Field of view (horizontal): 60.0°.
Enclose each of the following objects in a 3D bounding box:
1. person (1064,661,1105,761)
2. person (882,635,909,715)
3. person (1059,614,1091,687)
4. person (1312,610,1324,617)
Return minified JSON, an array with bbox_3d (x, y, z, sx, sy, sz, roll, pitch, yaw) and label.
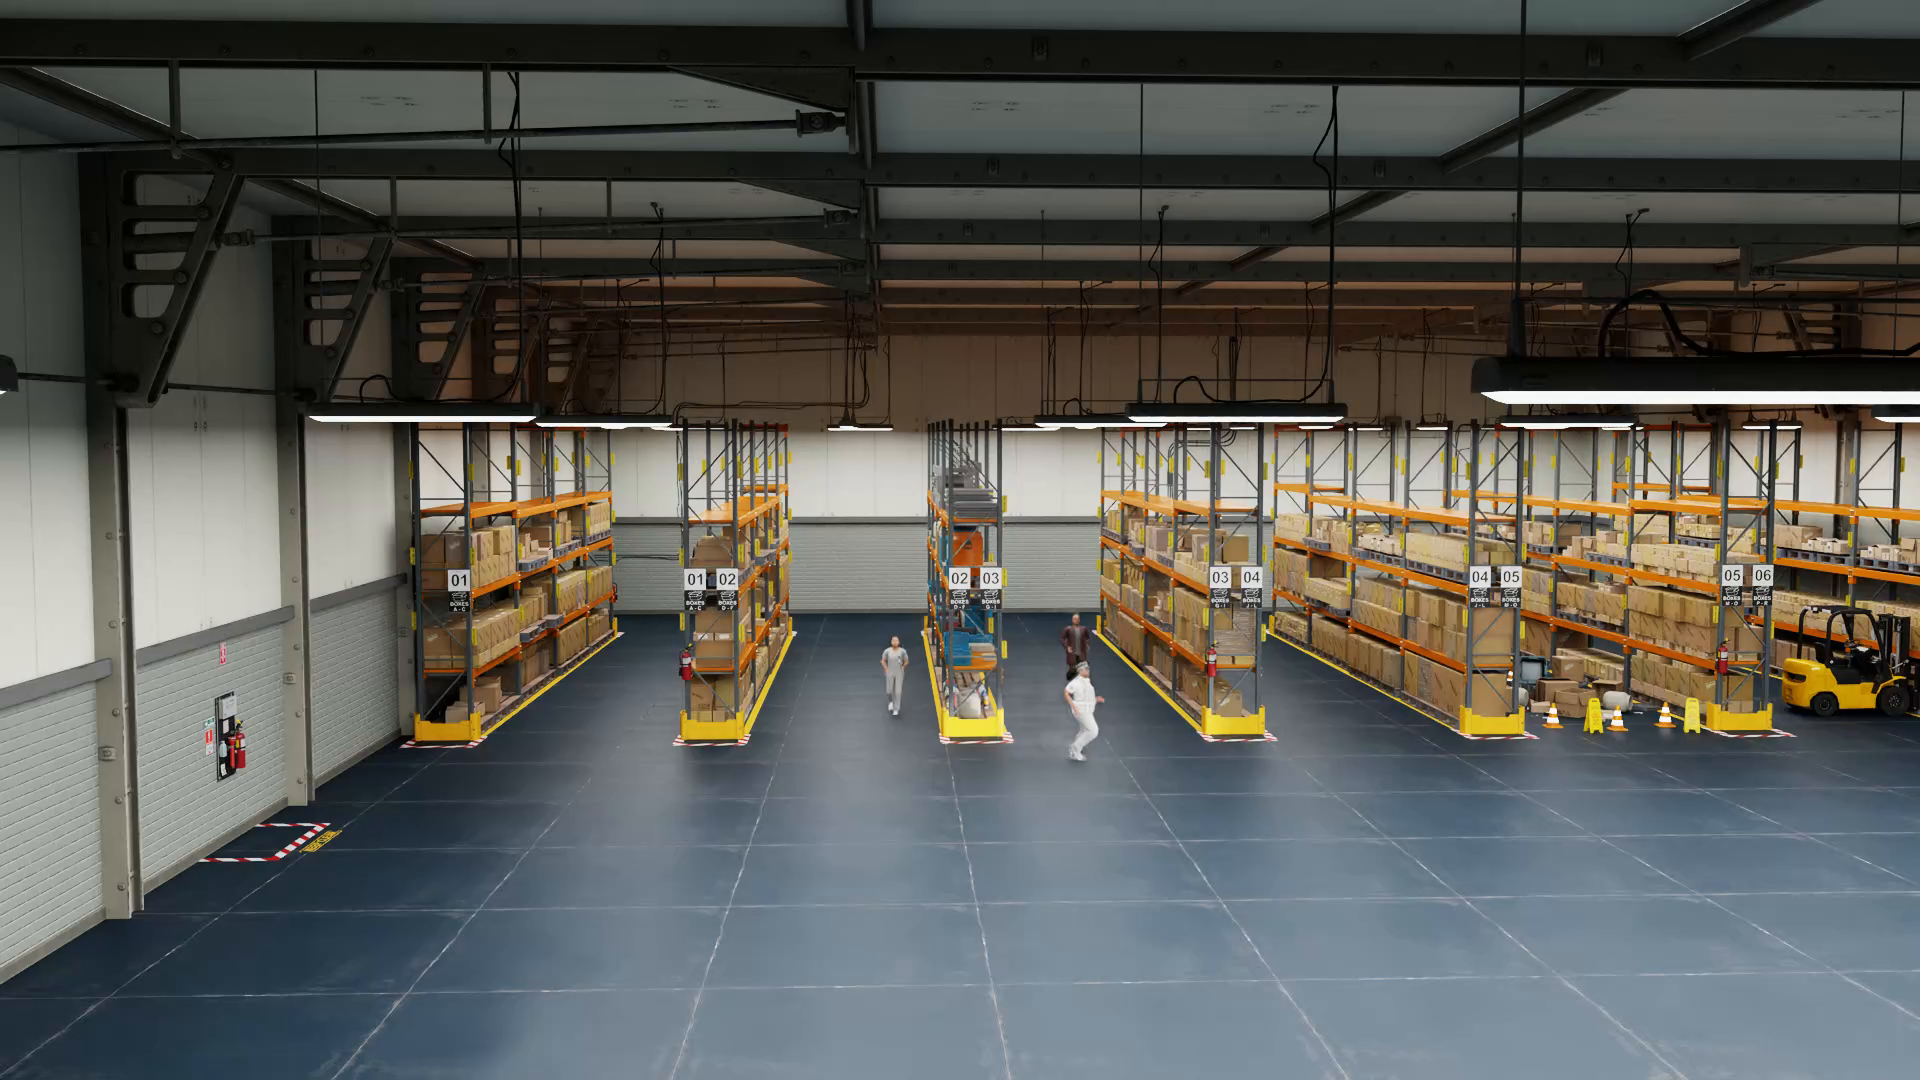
[{"bbox_3d":[2.198,2.980,29.004,0.653,1.748,0.641,1,4,22],"label":"person"},{"bbox_3d":[-1.316,2.744,33.779,0.560,1.622,0.578,0,4,-2],"label":"person"},{"bbox_3d":[2.566,2.504,36.736,0.709,1.725,0.667,-1,4,-11],"label":"person"},{"bbox_3d":[10.596,1.772,48.903,0.763,1.623,0.841,-2,4,-28],"label":"person"}]
